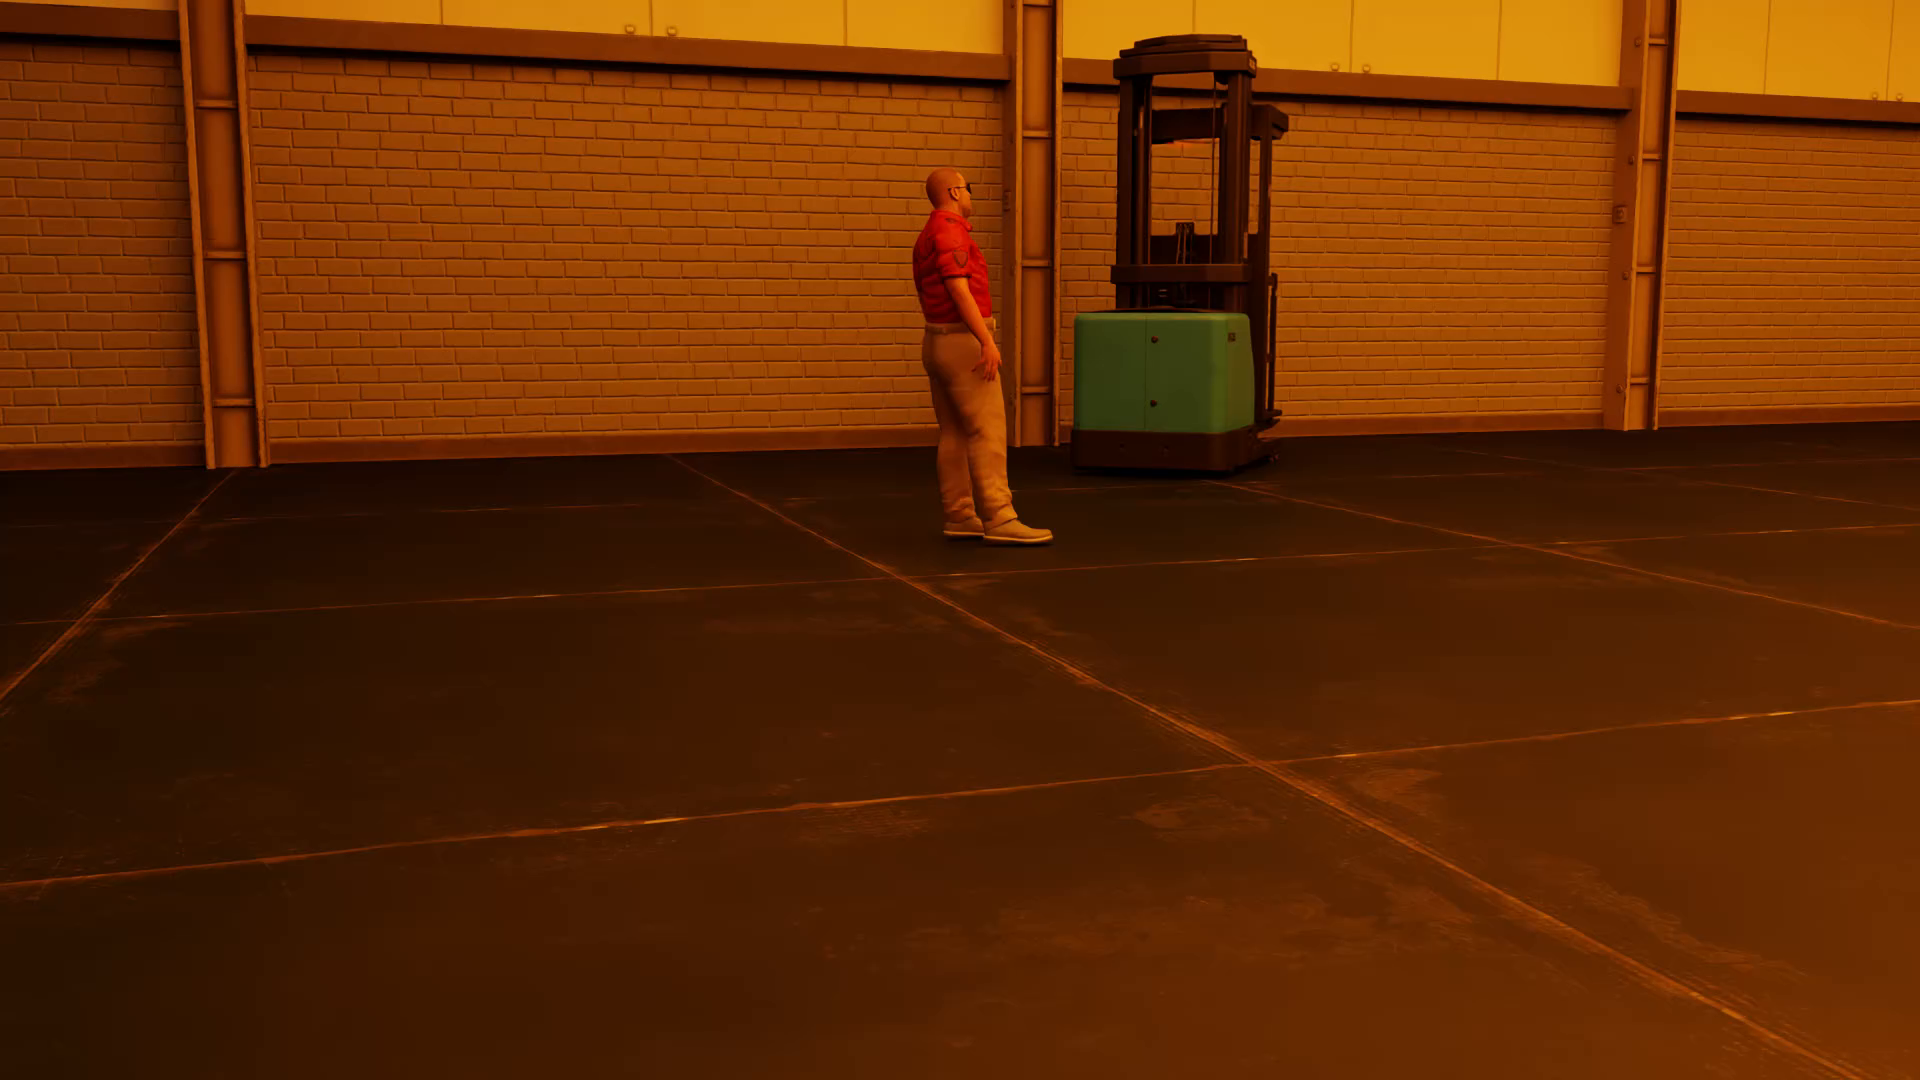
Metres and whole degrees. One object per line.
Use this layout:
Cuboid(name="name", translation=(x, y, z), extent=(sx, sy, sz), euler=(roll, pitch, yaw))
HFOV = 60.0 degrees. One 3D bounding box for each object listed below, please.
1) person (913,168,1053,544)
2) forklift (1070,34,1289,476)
Cuboid(name="person", translation=(0.089, -0.867, 7.824), extent=(0.550, 1.727, 0.642), euler=(-3, 8, -18))
Cuboid(name="forklift", translation=(1.733, -2.036, 12.021), extent=(1.130, 2.935, 3.031), euler=(3, 8, 21))
